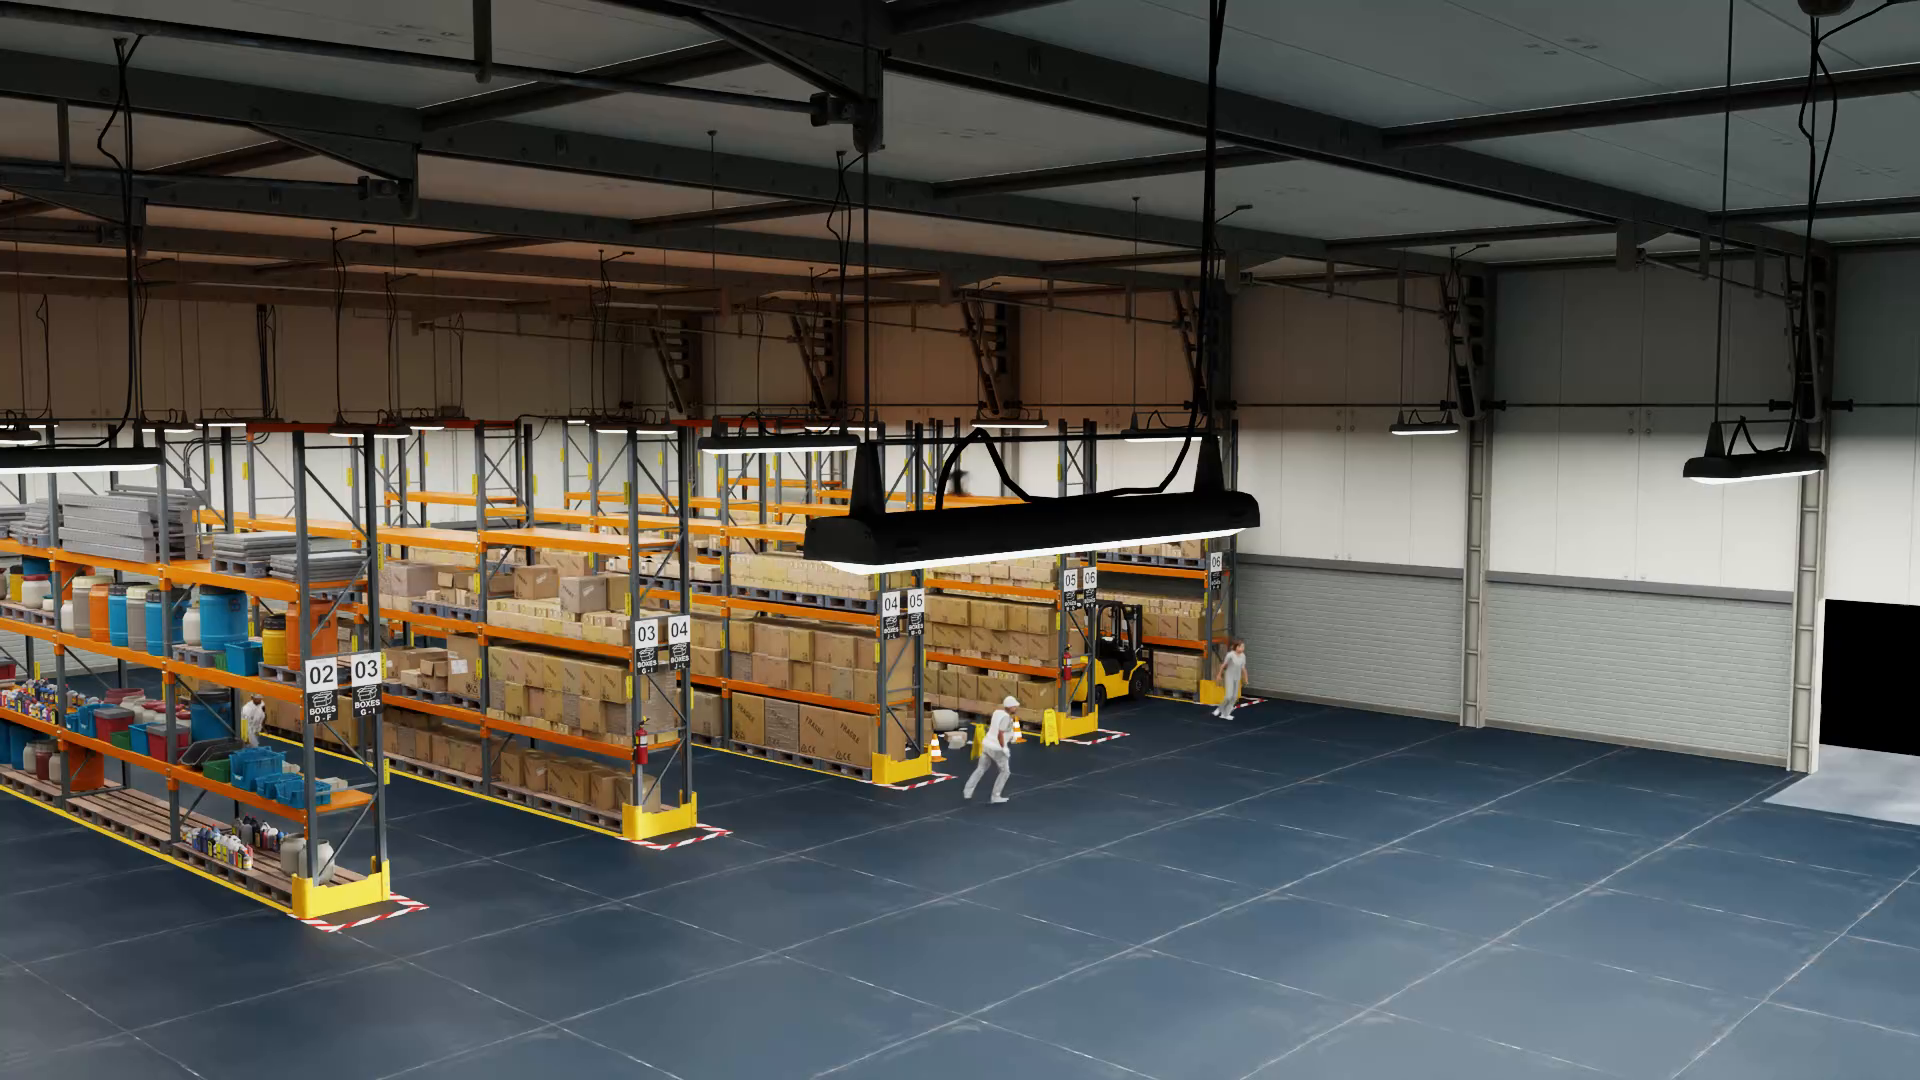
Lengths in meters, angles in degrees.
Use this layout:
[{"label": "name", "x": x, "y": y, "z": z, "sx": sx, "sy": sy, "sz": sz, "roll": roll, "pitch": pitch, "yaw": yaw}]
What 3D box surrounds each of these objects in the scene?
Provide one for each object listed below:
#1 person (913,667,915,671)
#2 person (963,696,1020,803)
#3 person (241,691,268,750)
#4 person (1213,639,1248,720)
[{"label": "person", "x": -1.251, "y": 2.380, "z": 37.623, "sx": 0.905, "sy": 1.747, "sz": 0.677, "roll": 4, "pitch": 6, "yaw": 39}, {"label": "person", "x": 0.534, "y": 3.331, "z": 26.433, "sx": 0.916, "sy": 1.697, "sz": 0.711, "roll": -2, "pitch": 5, "yaw": -28}, {"label": "person", "x": -12.015, "y": 3.261, "z": 28.177, "sx": 0.911, "sy": 1.543, "sz": 0.564, "roll": 1, "pitch": 5, "yaw": 15}, {"label": "person", "x": 5.436, "y": 2.794, "z": 33.385, "sx": 0.613, "sy": 1.633, "sz": 0.527, "roll": -3, "pitch": 5, "yaw": -30}]
